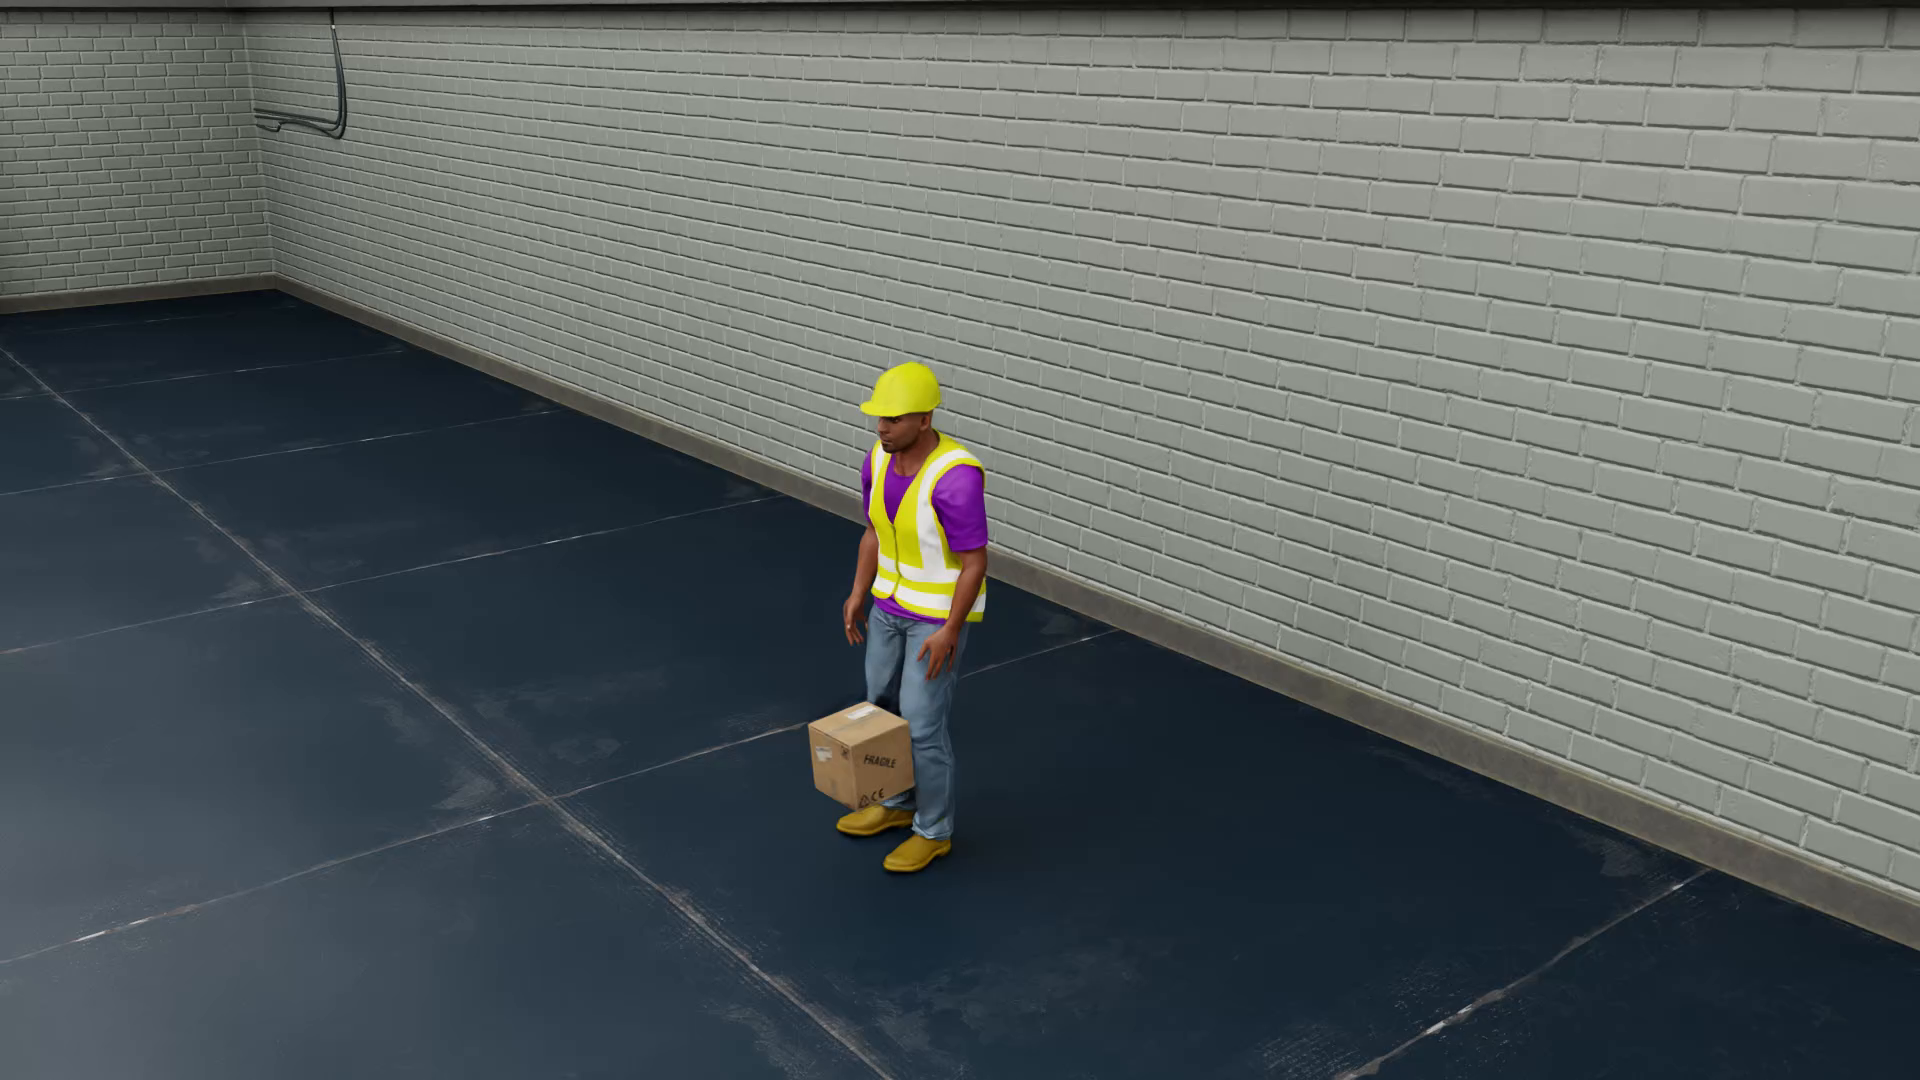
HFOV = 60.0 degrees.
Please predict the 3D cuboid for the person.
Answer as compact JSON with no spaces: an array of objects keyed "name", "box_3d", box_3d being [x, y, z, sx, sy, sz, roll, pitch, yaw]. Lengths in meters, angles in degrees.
[{"name":"person","box_3d":[-0.156,0.254,5.714,0.457,1.764,0.595,-14,22,-38]}]
